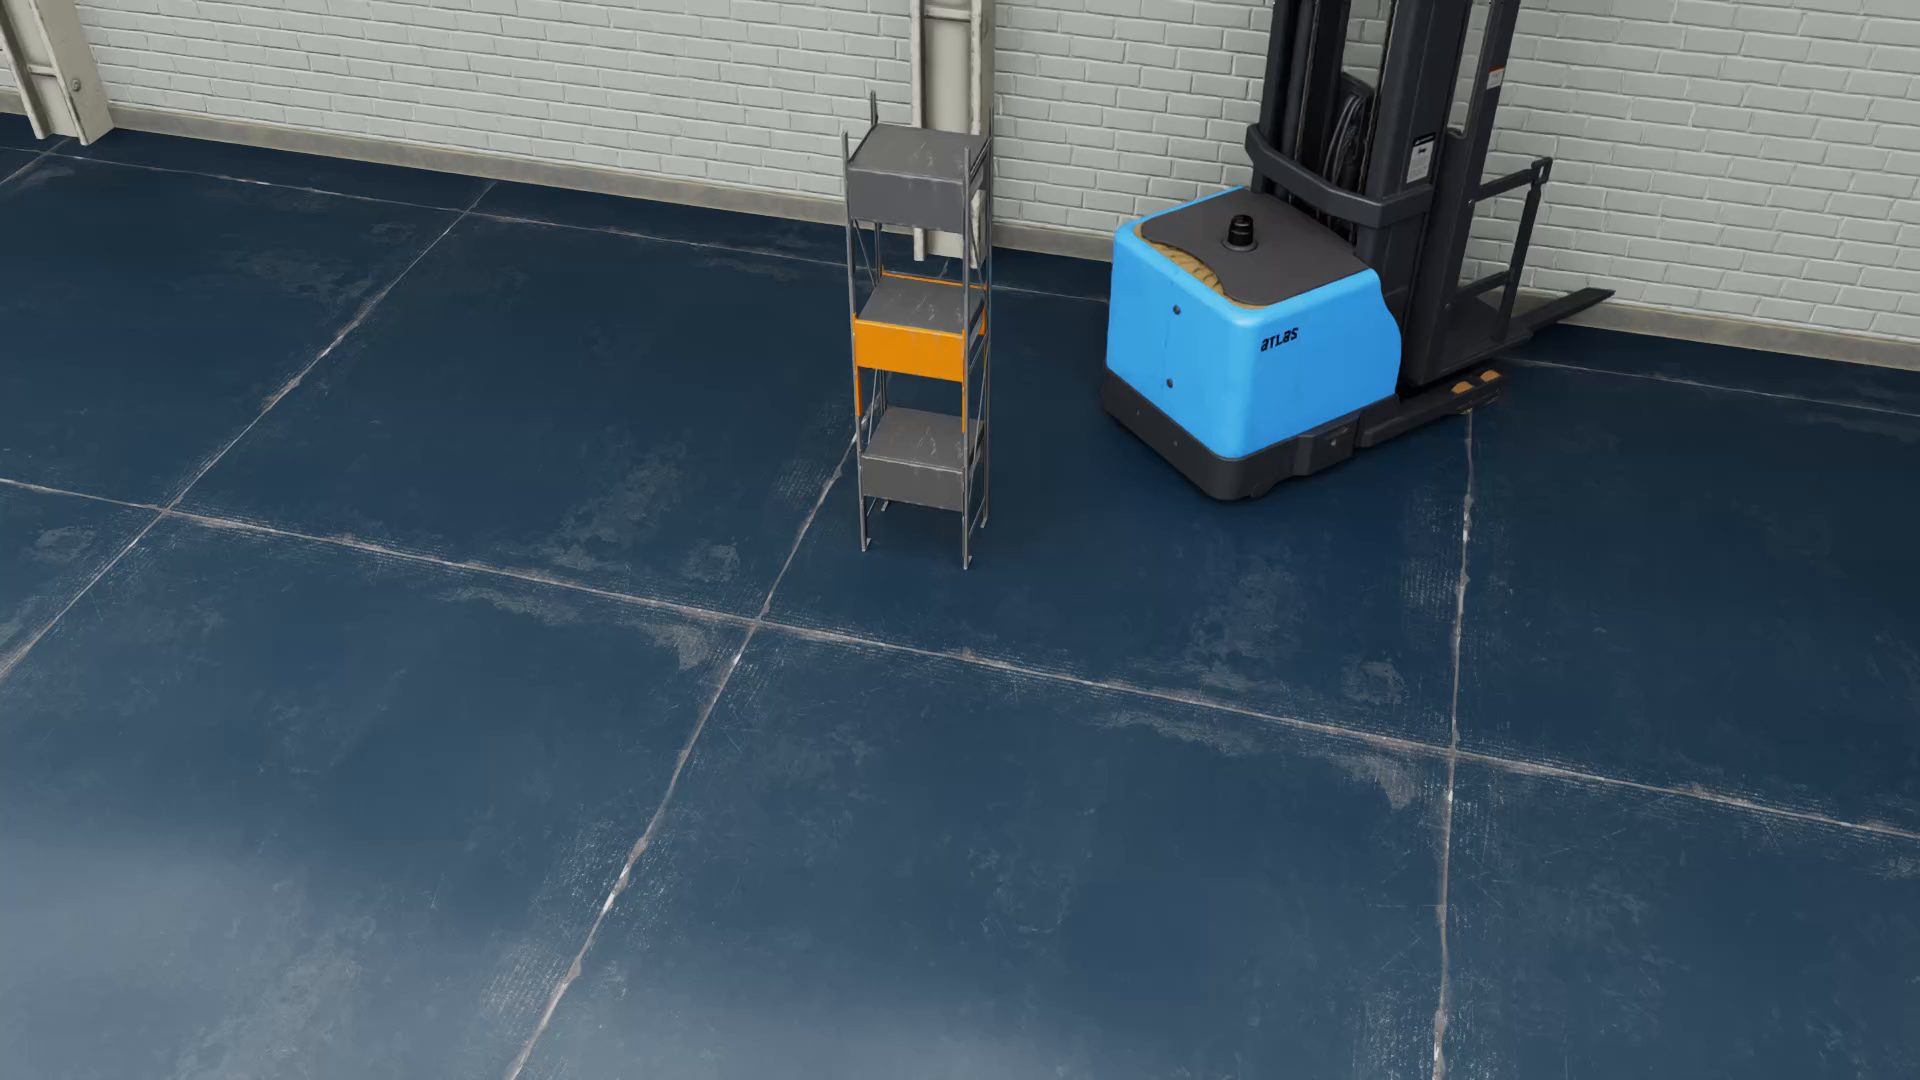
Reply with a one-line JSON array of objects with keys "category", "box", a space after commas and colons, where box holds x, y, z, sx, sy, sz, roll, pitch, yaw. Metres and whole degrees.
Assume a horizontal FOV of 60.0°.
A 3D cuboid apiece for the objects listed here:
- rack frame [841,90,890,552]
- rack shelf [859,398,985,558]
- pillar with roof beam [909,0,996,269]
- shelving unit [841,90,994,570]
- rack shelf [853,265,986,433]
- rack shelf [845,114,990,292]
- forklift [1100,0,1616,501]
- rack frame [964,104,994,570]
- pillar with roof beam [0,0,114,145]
[{"category": "rack frame", "box": [-0.396, -0.872, 7.180, 0.015, 2.100, 0.400, 10, 41, 11]}, {"category": "rack shelf", "box": [-0.160, -0.285, 7.591, 0.480, 0.518, 0.431, 10, 41, 11]}, {"category": "pillar with roof beam", "box": [-1.152, -2.473, 3.722, 0.400, 9.000, 9.100, 10, 41, 11]}, {"category": "shelving unit", "box": [-0.160, -0.832, 7.132, 0.503, 2.100, 0.431, 10, 41, 11]}, {"category": "rack shelf", "box": [-0.160, -0.821, 7.141, 0.480, 0.518, 0.431, 10, 41, 11]}, {"category": "rack shelf", "box": [-0.160, -1.357, 6.691, 0.480, 0.518, 0.431, 10, 41, 11]}, {"category": "forklift", "box": [2.237, -2.033, 7.916, 3.031, 2.935, 1.130, -22, 45, -24]}, {"category": "rack frame", "box": [0.076, -0.791, 7.084, 0.015, 2.100, 0.400, 10, 41, 11]}, {"category": "pillar with roof beam", "box": [-6.948, -3.470, 4.910, 0.400, 9.000, 9.100, 10, 41, 11]}]
